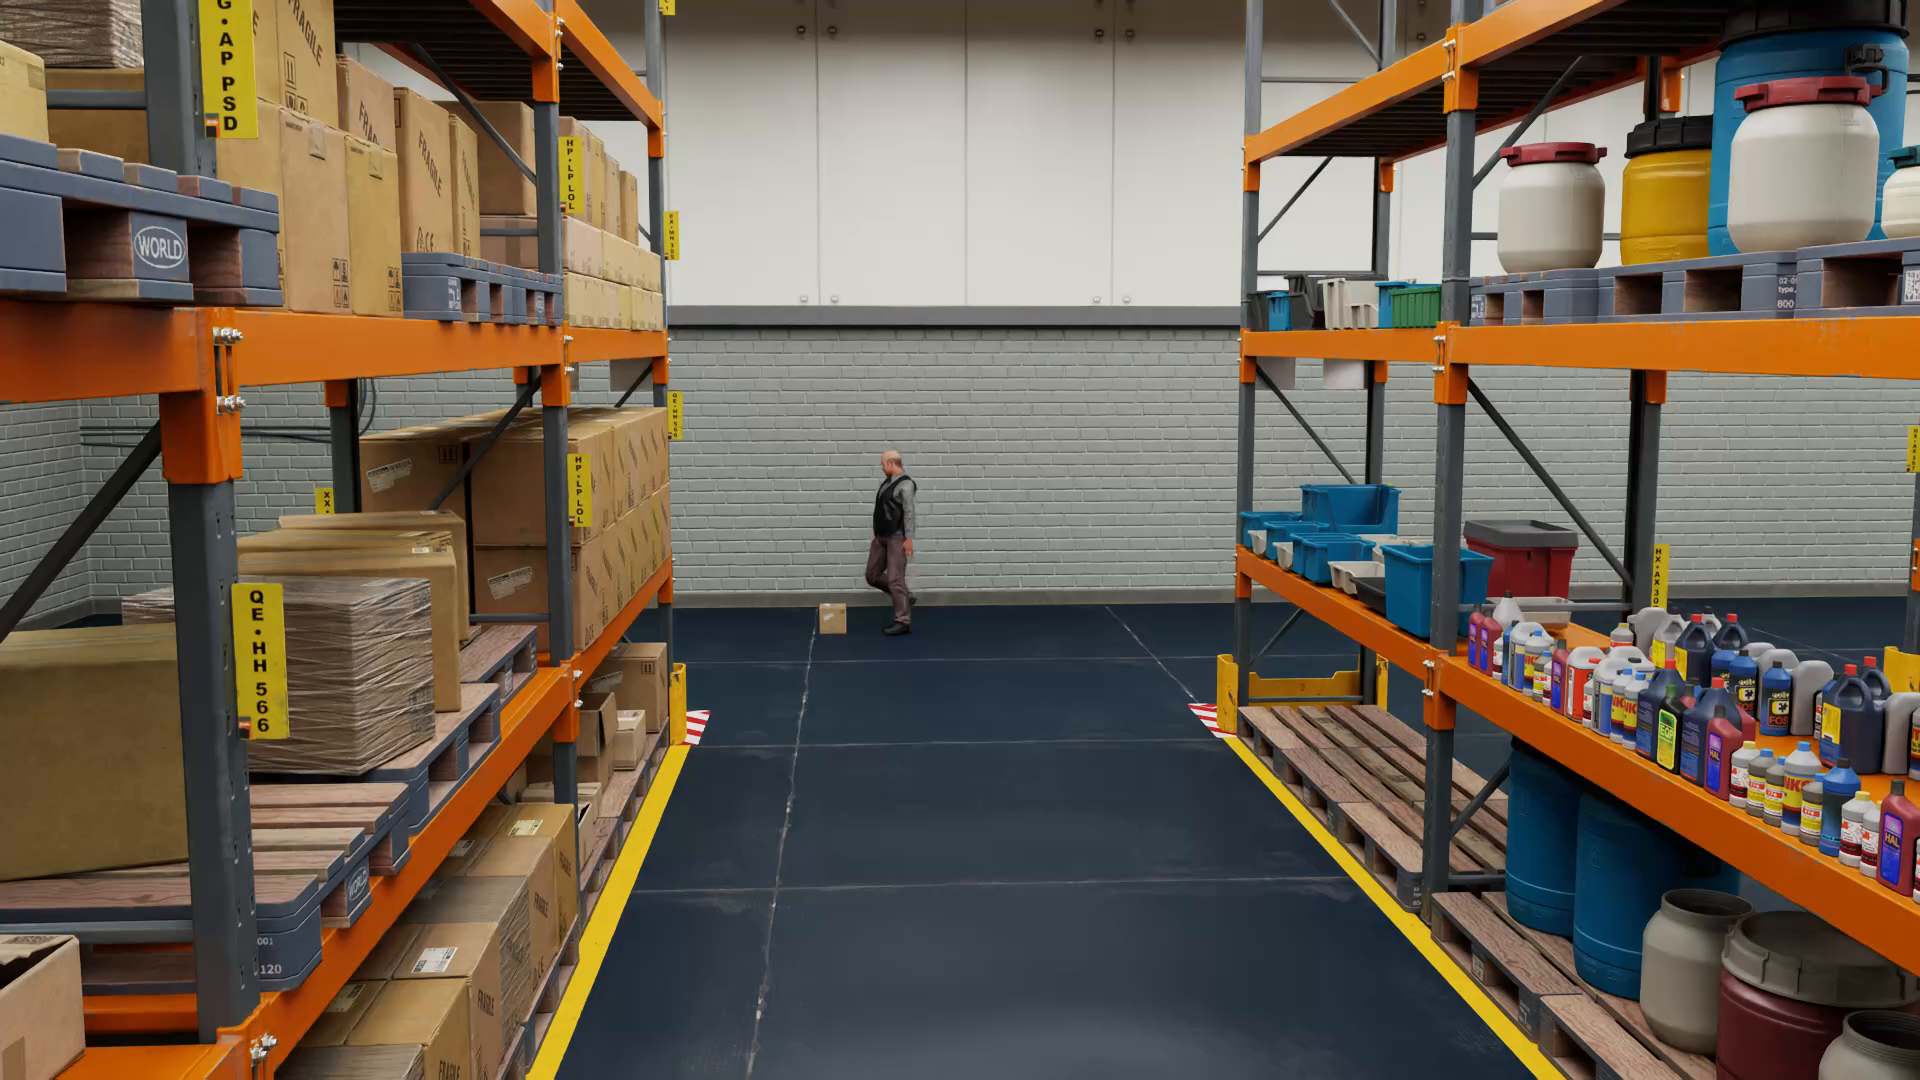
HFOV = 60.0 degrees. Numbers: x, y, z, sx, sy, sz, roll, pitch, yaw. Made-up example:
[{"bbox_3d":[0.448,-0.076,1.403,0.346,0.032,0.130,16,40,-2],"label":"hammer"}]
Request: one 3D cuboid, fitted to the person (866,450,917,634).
[{"bbox_3d":[-0.598,0.001,15.789,0.547,1.707,0.569,-4,8,-30],"label":"person"}]
